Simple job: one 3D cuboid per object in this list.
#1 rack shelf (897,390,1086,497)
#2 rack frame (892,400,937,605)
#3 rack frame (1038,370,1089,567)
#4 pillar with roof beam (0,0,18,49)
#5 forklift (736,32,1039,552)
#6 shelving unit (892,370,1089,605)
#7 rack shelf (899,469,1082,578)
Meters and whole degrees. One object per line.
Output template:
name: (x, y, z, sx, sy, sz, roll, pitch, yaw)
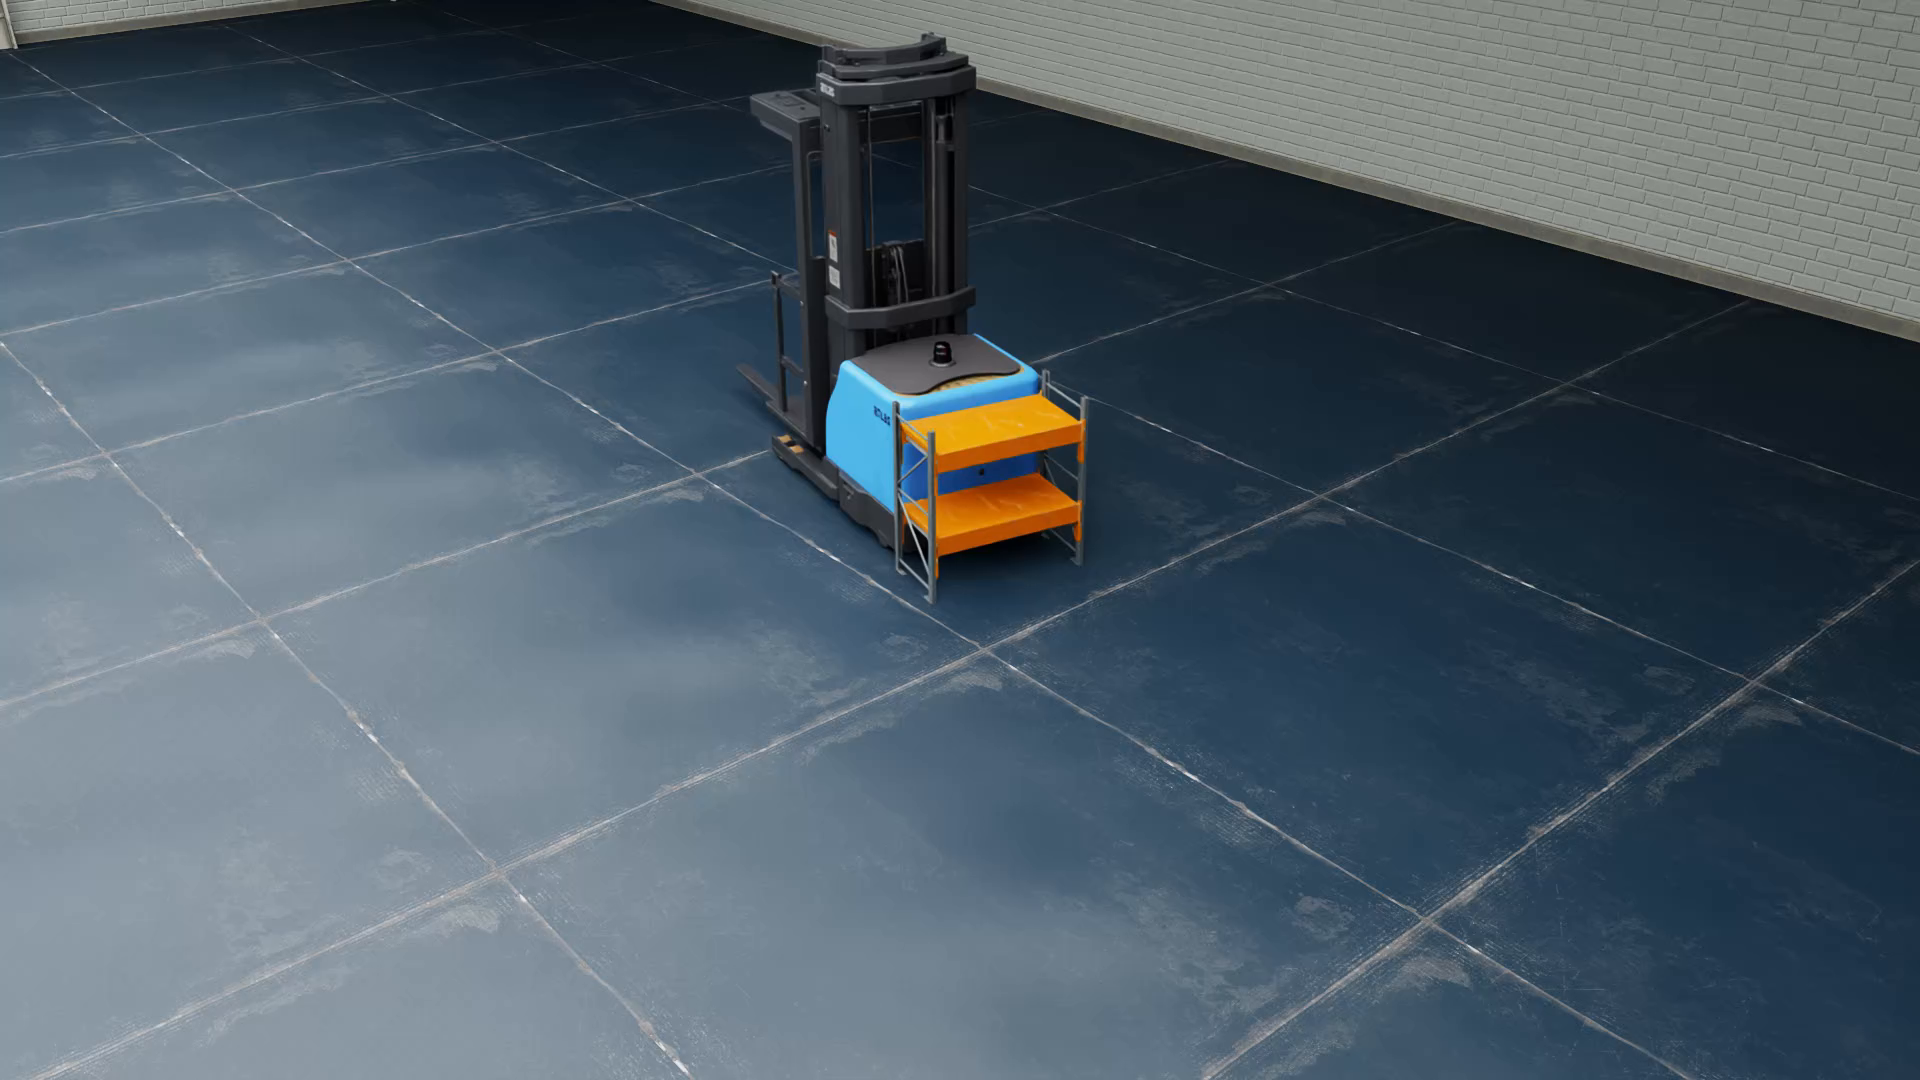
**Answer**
rack shelf: (0.181, -0.586, 9.890, 1.000, 0.278, 0.538, -14, 31, -24)
rack frame: (-0.269, -0.216, 9.819, 0.032, 1.125, 0.500, -14, 31, -24)
rack frame: (0.631, -0.439, 10.236, 0.032, 1.125, 0.500, -14, 31, -24)
pillar with roof beam: (-10.909, -9.446, 18.736, 0.400, 9.000, 9.100, -22, 35, -35)
forklift: (-0.661, -1.877, 11.012, 1.130, 2.935, 3.031, -15, 32, -26)
shelving unit: (0.181, -0.328, 10.028, 1.048, 1.125, 0.538, -14, 31, -24)
rack shelf: (0.181, -0.112, 10.143, 1.000, 0.278, 0.538, -14, 31, -24)
